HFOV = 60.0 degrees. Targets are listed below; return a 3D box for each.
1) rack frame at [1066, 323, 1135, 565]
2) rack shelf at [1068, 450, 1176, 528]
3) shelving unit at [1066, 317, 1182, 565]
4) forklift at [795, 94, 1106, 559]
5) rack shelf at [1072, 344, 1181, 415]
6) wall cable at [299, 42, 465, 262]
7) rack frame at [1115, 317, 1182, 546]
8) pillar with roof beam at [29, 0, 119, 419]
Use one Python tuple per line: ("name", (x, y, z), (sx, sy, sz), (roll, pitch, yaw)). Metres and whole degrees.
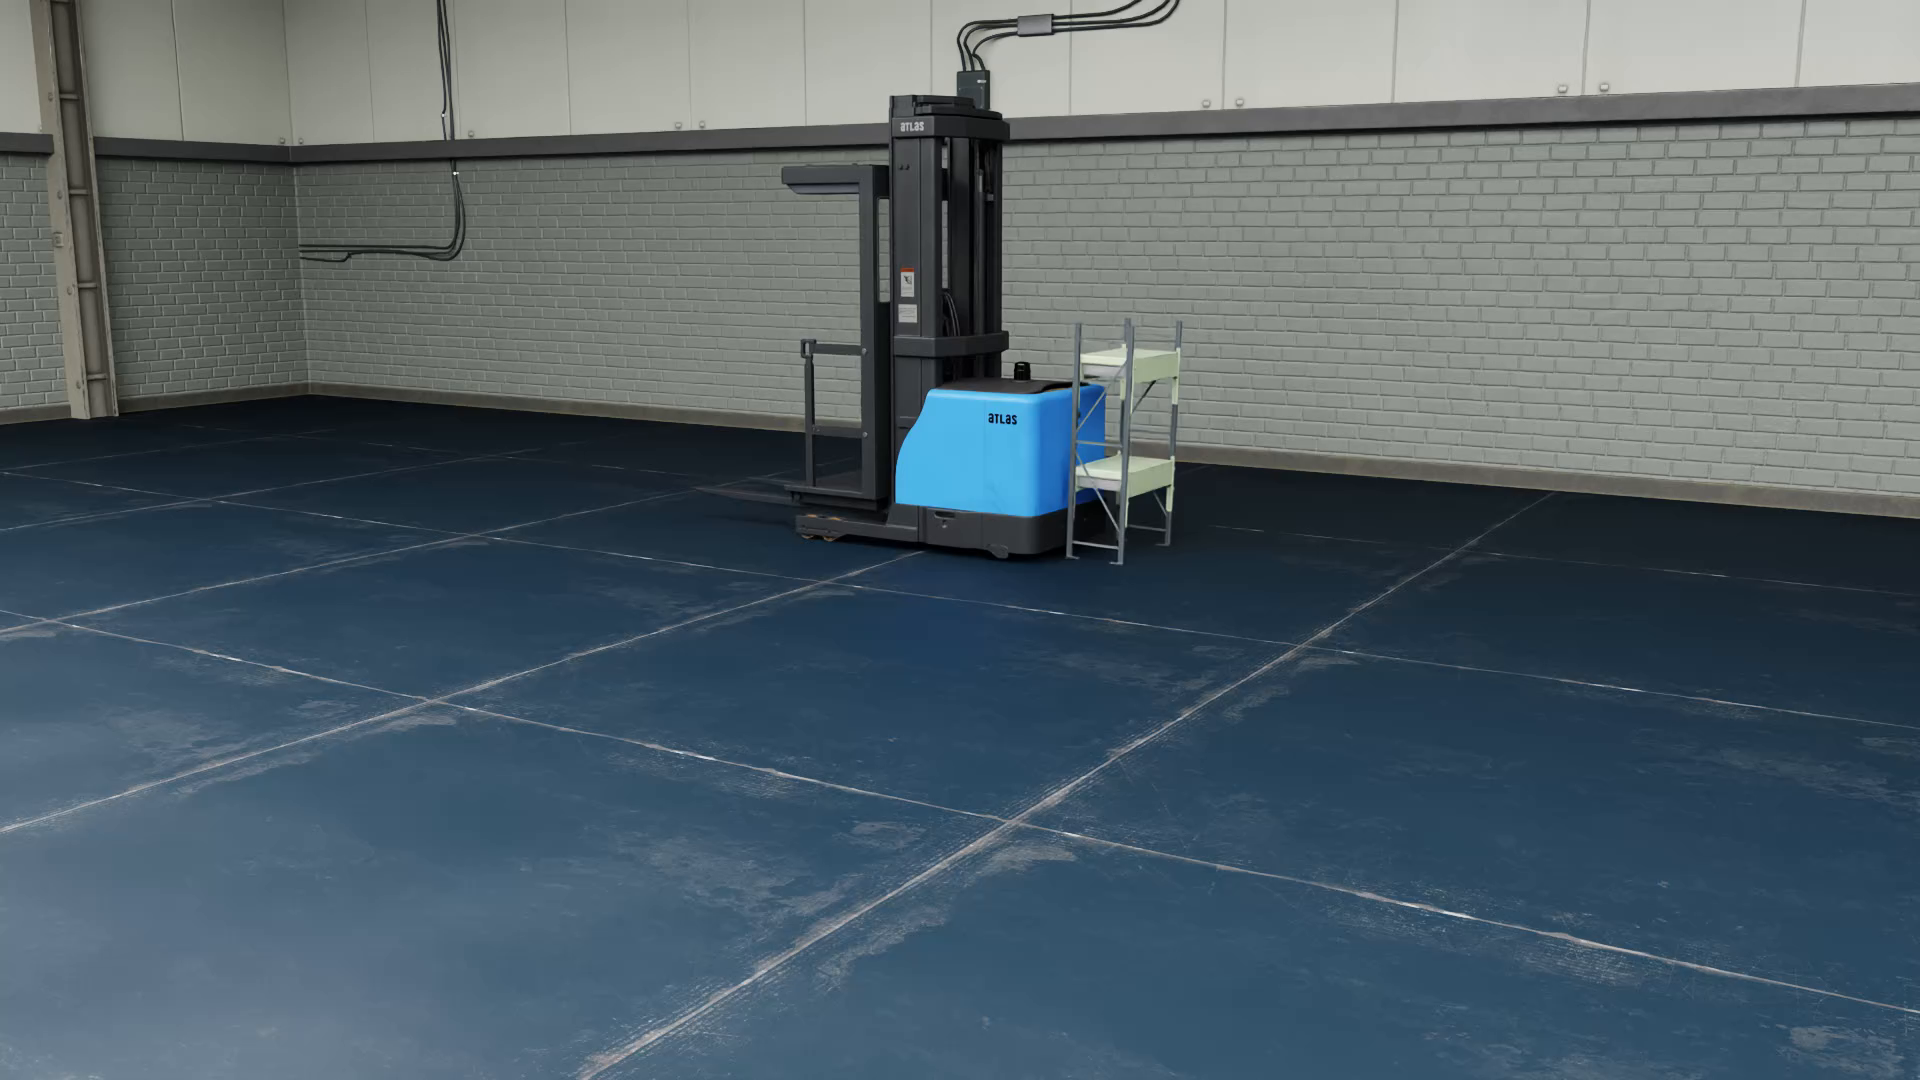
("rack frame", (0.880, -0.602, 10.472), (0.400, 1.500, 0.023), (8, 13, 30))
("rack shelf", (1.059, -0.340, 10.846), (0.431, 0.370, 0.720), (8, 13, 30))
("shelving unit", (1.067, -0.660, 10.781), (0.431, 1.500, 0.755), (8, 13, 30))
("forklift", (-0.526, -1.504, 11.437), (3.031, 2.935, 1.130), (7, 13, 32))
("rack shelf", (1.077, -1.042, 10.703), (0.431, 0.370, 0.720), (8, 13, 30))
("wall cable", (-7.134, -4.630, 20.081), (3.097, 2.526, 0.112), (6, 12, 31))
("rack frame", (1.254, -0.718, 11.090), (0.400, 1.500, 0.023), (8, 13, 30))
("pillar with roof beam", (-6.114, -5.407, 15.798), (9.100, 9.000, 0.400), (6, 12, 31))
